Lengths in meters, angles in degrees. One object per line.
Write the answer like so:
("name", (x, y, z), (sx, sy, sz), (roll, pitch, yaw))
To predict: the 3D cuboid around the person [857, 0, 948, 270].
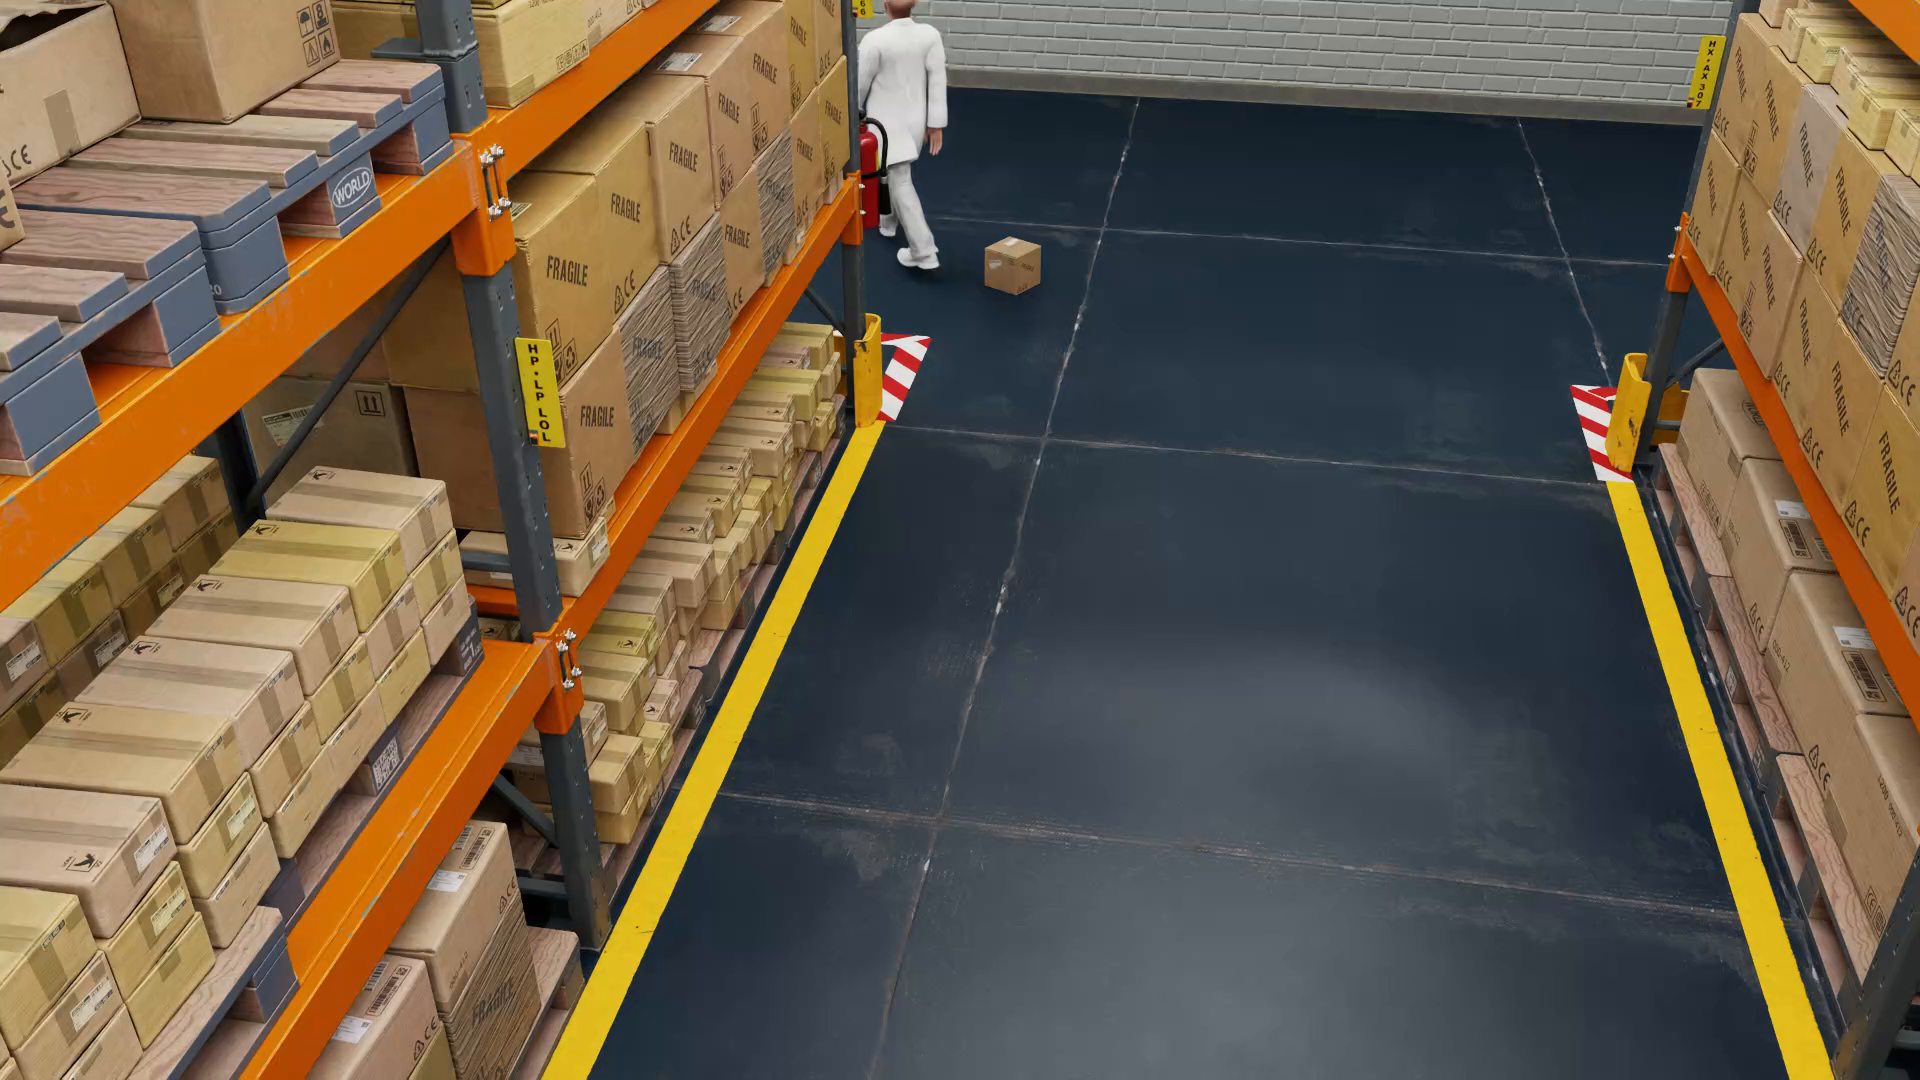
("person", (-0.430, -2.616, 10.336), (0.572, 1.722, 1.120), (-19, 37, -28))
